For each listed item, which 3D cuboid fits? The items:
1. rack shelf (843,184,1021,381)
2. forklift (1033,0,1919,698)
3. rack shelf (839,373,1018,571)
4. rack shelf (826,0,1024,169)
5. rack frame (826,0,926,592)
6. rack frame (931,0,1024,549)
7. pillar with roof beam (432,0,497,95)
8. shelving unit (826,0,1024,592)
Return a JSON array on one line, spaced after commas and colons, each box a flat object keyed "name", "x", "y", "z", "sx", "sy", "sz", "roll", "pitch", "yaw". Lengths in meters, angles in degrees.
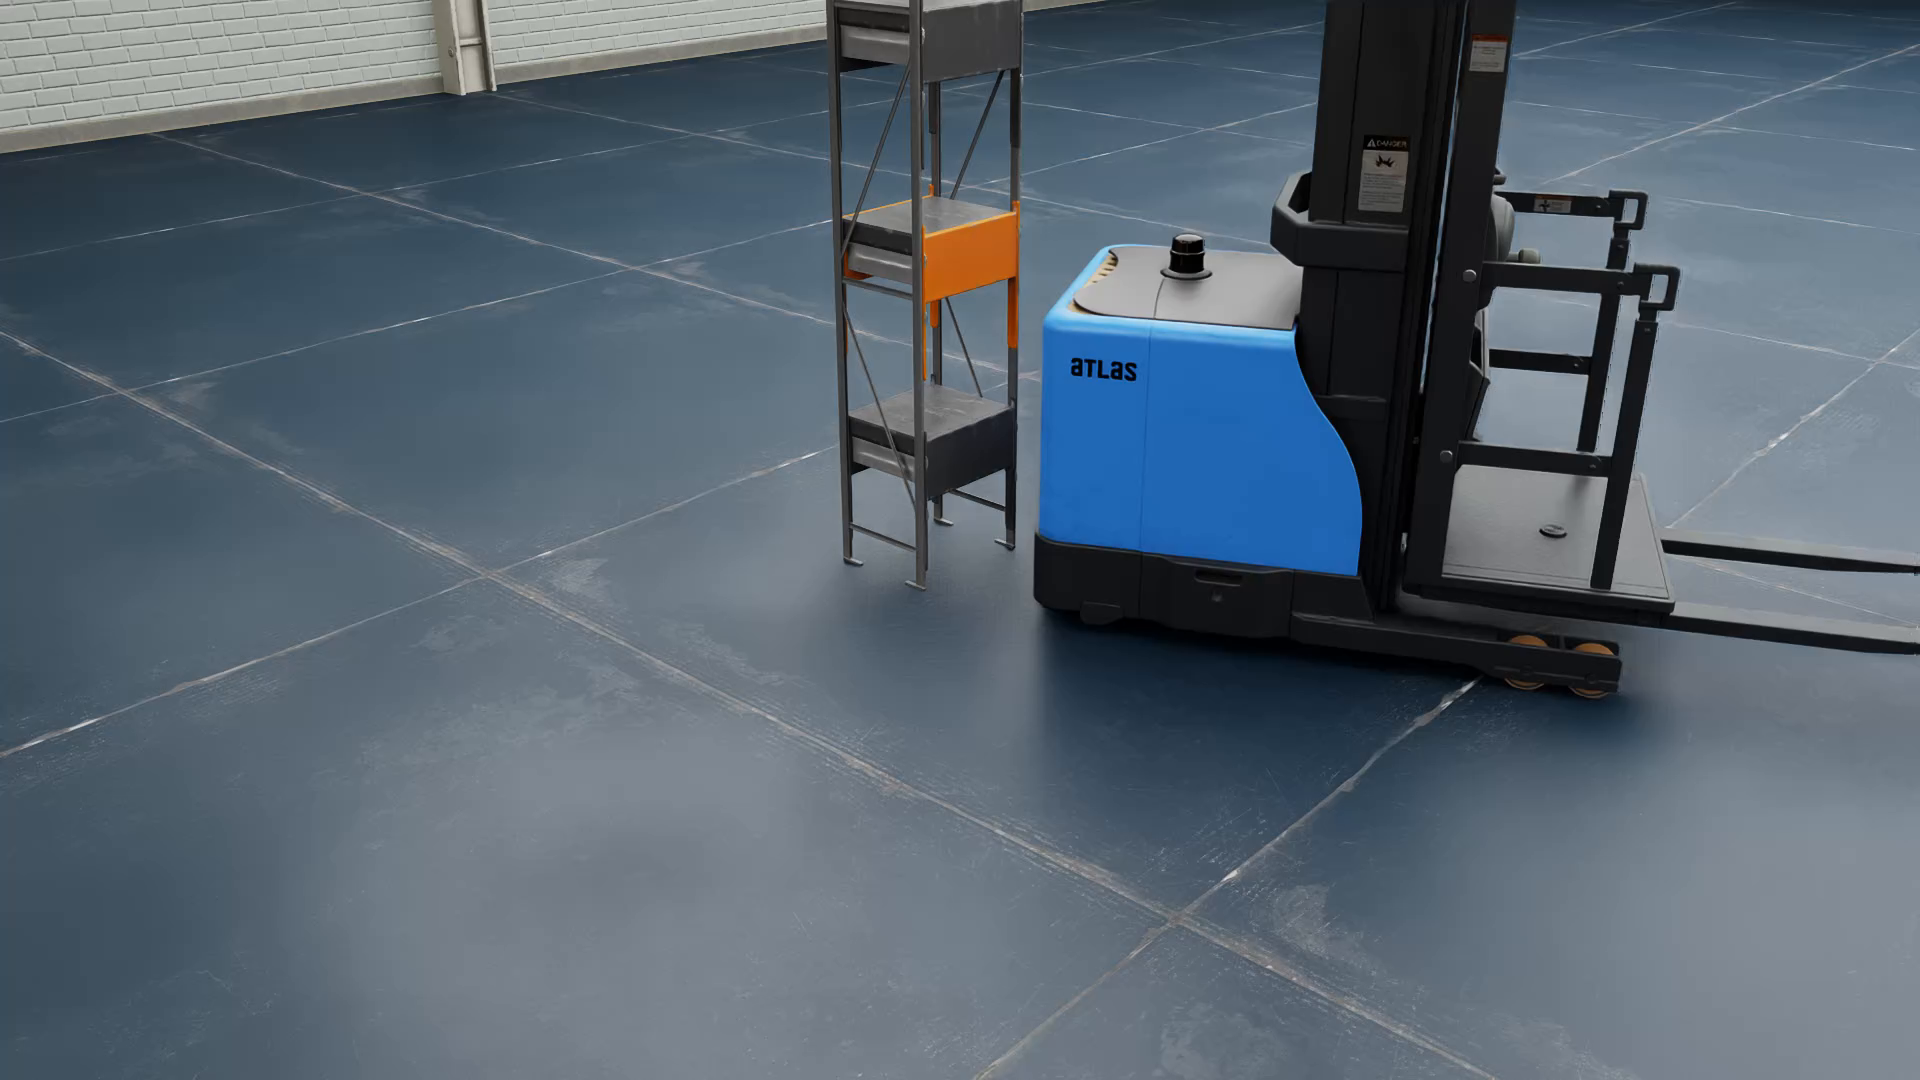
[{"name": "rack shelf", "x": -0.110, "y": -0.895, "z": 5.714, "sx": 0.431, "sy": 0.518, "sz": 0.480, "roll": 20, "pitch": 31, "yaw": 38}, {"name": "forklift", "x": 1.825, "y": -1.089, "z": 5.097, "sx": 3.031, "sy": 2.935, "sz": 1.130, "roll": 7, "pitch": 25, "yaw": 14}, {"name": "rack shelf", "x": -0.110, "y": -0.256, "z": 6.000, "sx": 0.431, "sy": 0.518, "sz": 0.480, "roll": 20, "pitch": 31, "yaw": 38}, {"name": "rack shelf", "x": -0.110, "y": -1.534, "z": 5.427, "sx": 0.431, "sy": 0.518, "sz": 0.480, "roll": 20, "pitch": 31, "yaw": 38}, {"name": "rack frame", "x": -0.273, "y": -0.833, "z": 5.542, "sx": 0.400, "sy": 2.100, "sz": 0.015, "roll": 20, "pitch": 31, "yaw": 38}, {"name": "rack frame", "x": 0.052, "y": -0.982, "z": 5.874, "sx": 0.400, "sy": 2.100, "sz": 0.015, "roll": 20, "pitch": 31, "yaw": 38}, {"name": "pillar with roof beam", "x": -1.425, "y": -7.175, "z": 11.254, "sx": 9.100, "sy": 9.000, "sz": 0.400, "roll": 20, "pitch": 31, "yaw": 38}, {"name": "shelving unit", "x": -0.110, "y": -0.908, "z": 5.708, "sx": 0.431, "sy": 2.100, "sz": 0.503, "roll": 20, "pitch": 31, "yaw": 38}]
